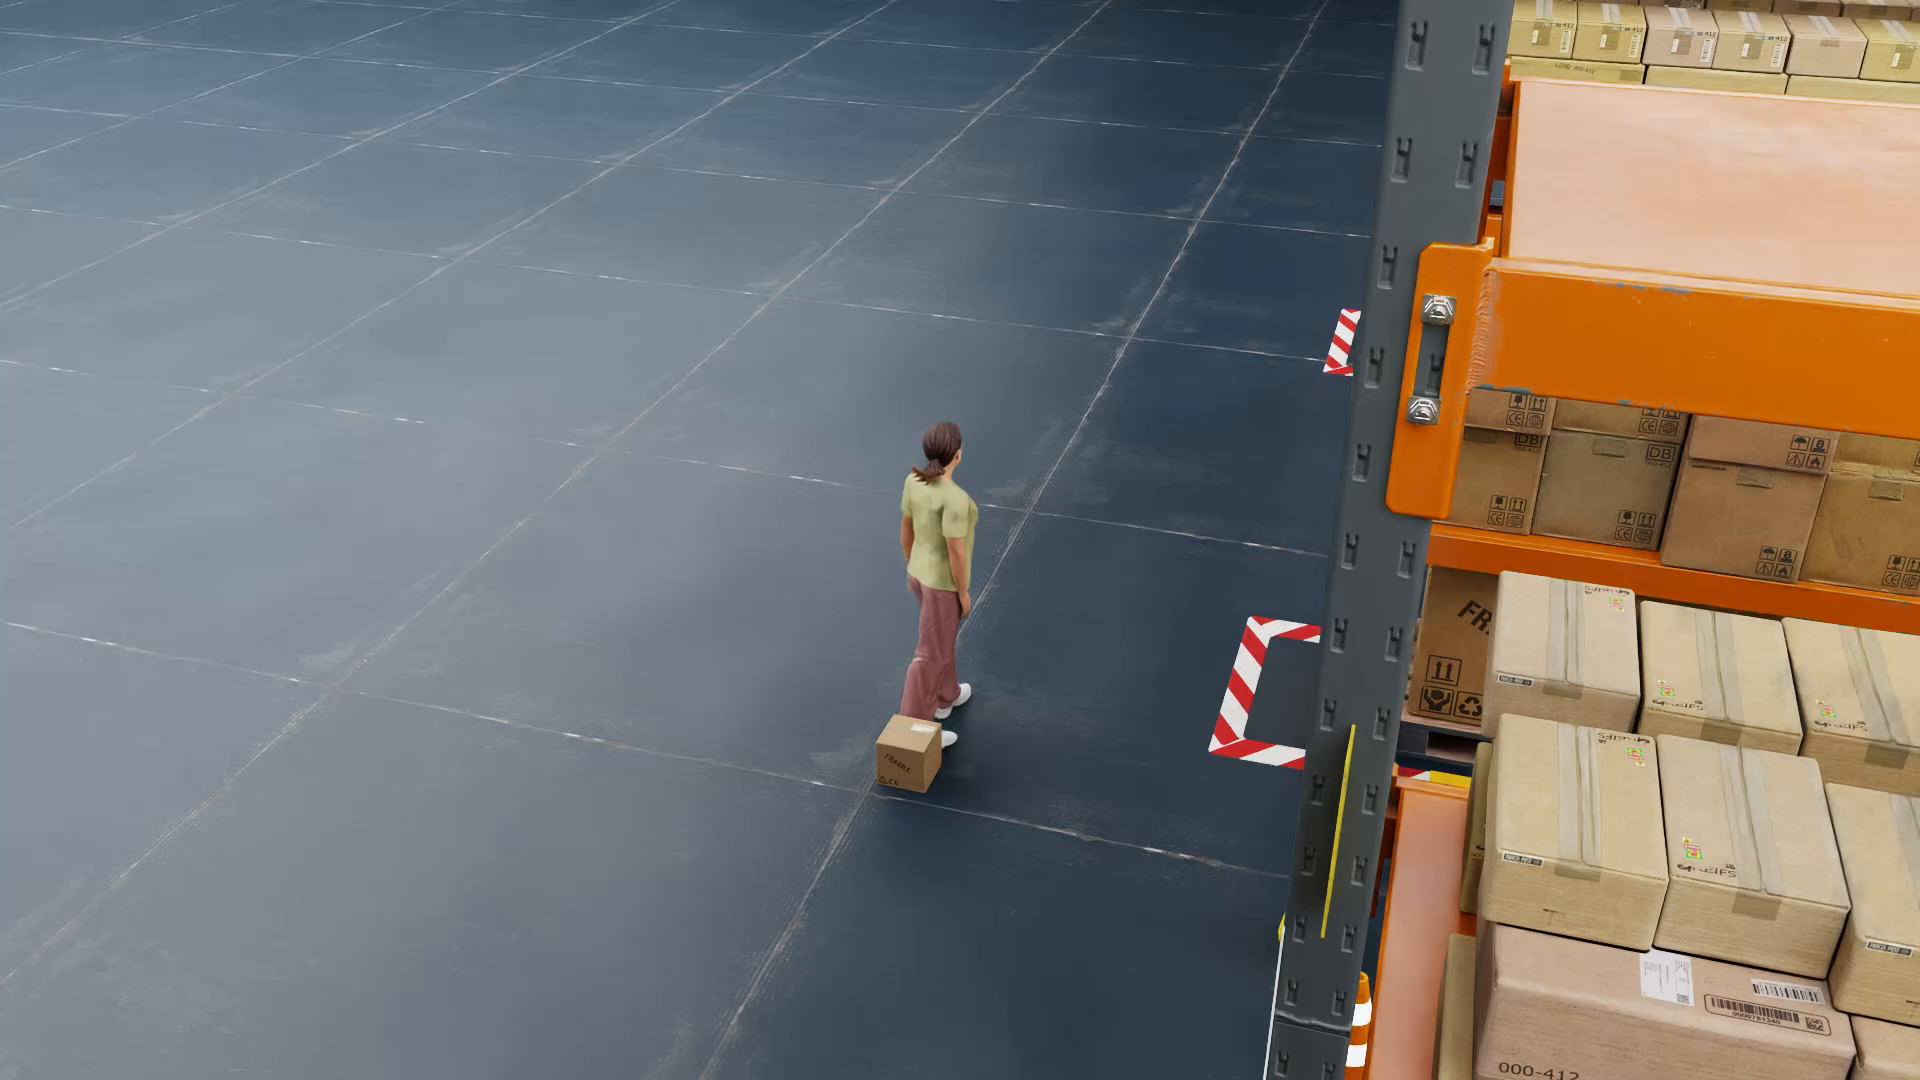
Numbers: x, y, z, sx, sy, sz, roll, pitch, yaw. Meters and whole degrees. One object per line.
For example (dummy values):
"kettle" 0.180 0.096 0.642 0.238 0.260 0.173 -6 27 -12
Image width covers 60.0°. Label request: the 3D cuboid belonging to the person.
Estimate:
"person" -0.105 0.213 8.127 0.565 1.668 0.481 -17 34 -28
